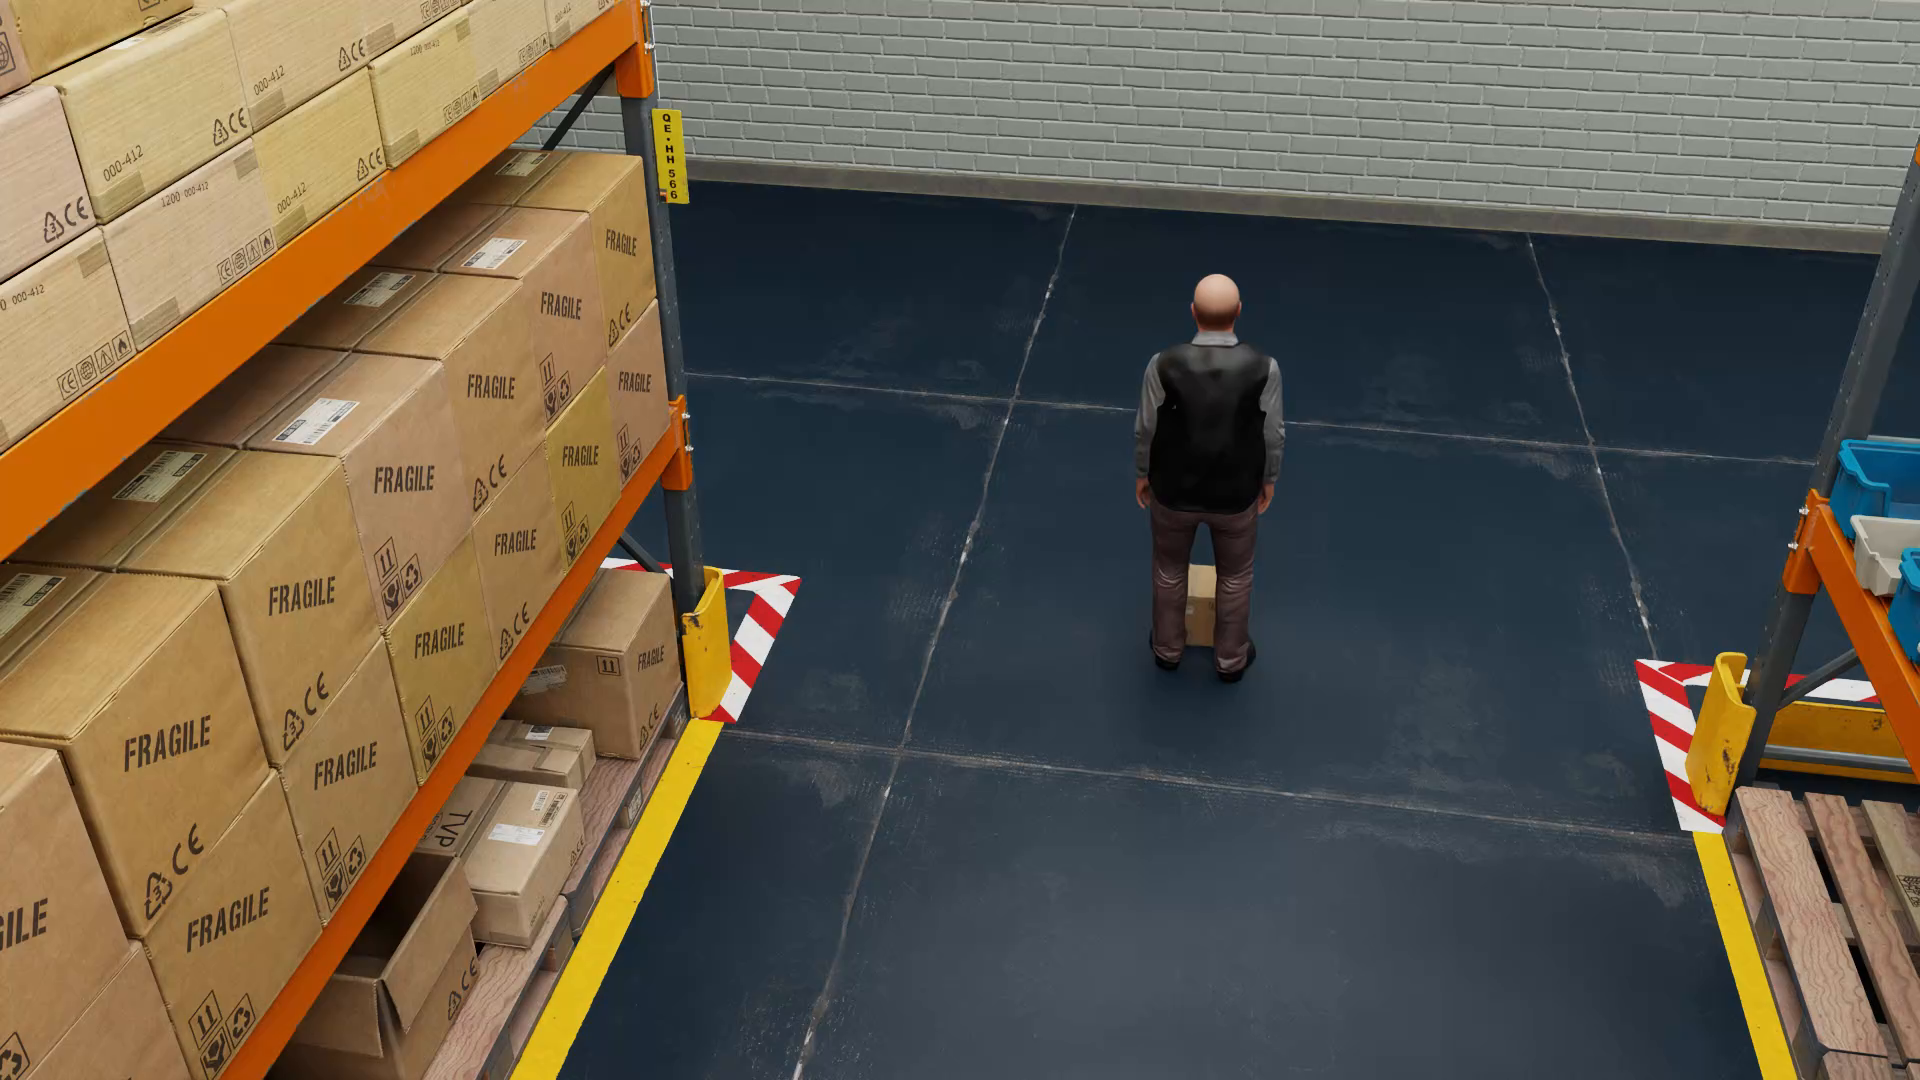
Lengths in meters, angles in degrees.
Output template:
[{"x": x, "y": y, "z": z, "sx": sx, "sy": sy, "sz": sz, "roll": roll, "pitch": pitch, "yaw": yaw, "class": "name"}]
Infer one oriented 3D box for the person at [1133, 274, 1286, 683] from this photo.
[{"x": 0.953, "y": -0.209, "z": 6.493, "sx": 0.572, "sy": 1.720, "sz": 0.474, "roll": 4, "pitch": 32, "yaw": 6, "class": "person"}]
